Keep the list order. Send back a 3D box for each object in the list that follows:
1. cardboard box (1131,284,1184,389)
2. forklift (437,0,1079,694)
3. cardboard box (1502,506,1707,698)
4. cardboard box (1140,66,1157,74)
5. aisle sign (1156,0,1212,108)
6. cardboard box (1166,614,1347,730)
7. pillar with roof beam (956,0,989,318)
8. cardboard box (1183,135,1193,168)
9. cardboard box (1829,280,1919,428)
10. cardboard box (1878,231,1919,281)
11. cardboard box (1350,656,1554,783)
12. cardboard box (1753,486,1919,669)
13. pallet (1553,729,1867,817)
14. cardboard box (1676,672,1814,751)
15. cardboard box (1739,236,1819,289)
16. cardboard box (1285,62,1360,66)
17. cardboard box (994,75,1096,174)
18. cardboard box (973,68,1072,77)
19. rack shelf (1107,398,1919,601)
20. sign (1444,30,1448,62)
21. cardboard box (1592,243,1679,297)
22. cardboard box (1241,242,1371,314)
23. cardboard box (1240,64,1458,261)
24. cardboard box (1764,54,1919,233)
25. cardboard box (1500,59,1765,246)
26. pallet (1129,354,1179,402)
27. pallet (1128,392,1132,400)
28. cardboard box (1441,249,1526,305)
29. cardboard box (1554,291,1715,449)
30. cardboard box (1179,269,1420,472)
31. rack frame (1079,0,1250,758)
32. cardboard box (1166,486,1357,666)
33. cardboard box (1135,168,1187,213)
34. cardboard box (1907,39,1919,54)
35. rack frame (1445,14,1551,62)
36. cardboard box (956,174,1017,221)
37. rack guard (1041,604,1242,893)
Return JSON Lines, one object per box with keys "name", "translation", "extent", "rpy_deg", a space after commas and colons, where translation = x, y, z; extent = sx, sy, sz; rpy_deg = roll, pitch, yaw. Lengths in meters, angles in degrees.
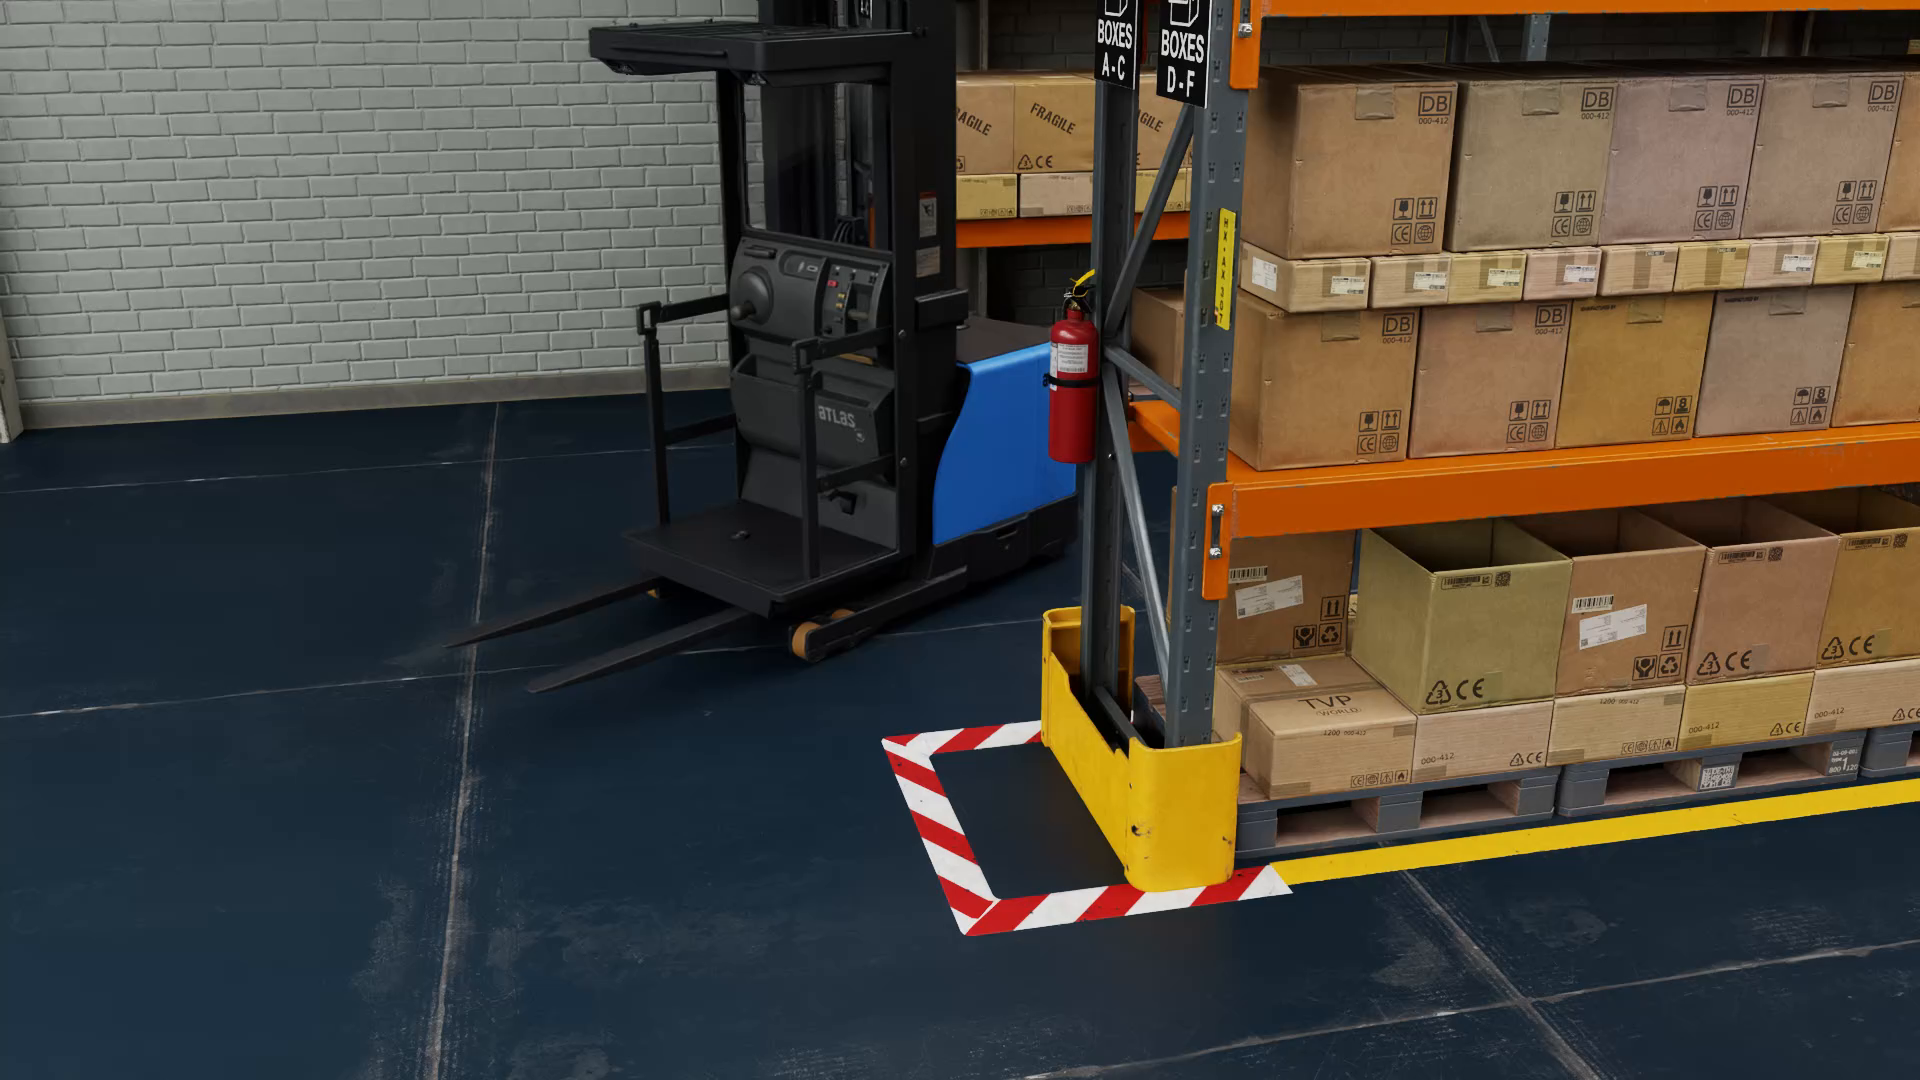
{"name": "cardboard box", "translation": [1.448, -1.300, 10.497], "extent": [0.500, 0.500, 0.700], "rpy_deg": [-6, 21, -16]}
{"name": "forklift", "translation": [-0.793, -1.065, 6.960], "extent": [1.130, 2.935, 3.031], "rpy_deg": [18, 26, 39]}
{"name": "cardboard box", "translation": [2.160, 0.191, 5.728], "extent": [0.500, 0.500, 0.500], "rpy_deg": [-5, 21, -12]}
{"name": "cardboard box", "translation": [1.368, -2.674, 10.353], "extent": [0.500, 0.500, 0.500], "rpy_deg": [-4, 21, -12]}
{"name": "aisle sign", "translation": [0.624, -1.611, 4.573], "extent": [0.004, 0.787, 0.394], "rpy_deg": [-5, 21, -12]}
{"name": "cardboard box", "translation": [1.071, 0.454, 6.100], "extent": [0.500, 0.250, 0.500], "rpy_deg": [-5, 21, -12]}
{"name": "pillar with roof beam", "translation": [0.946, -3.877, 5.816], "extent": [0.400, 9.000, 9.100], "rpy_deg": [-5, 21, -12]}
{"name": "cardboard box", "translation": [1.494, -2.504, 9.888], "extent": [0.500, 0.500, 0.500], "rpy_deg": [-4, 20, -11]}
{"name": "cardboard box", "translation": [3.078, -0.742, 5.835], "extent": [0.500, 0.500, 0.700], "rpy_deg": [-4, 21, -12]}
{"name": "cardboard box", "translation": [3.058, -0.973, 5.522], "extent": [0.250, 0.149, 0.380], "rpy_deg": [-4, 21, -11]}
{"name": "cardboard box", "translation": [1.676, 0.587, 5.739], "extent": [0.500, 0.250, 0.500], "rpy_deg": [-5, 21, -12]}
{"name": "cardboard box", "translation": [3.134, 0.113, 5.941], "extent": [0.500, 0.500, 0.500], "rpy_deg": [-5, 21, -12]}
{"name": "pallet", "translation": [2.536, 0.641, 6.257], "extent": [1.213, 0.211, 1.003], "rpy_deg": [-5, 21, -12]}
{"name": "cardboard box", "translation": [2.650, 0.509, 5.950], "extent": [0.500, 0.250, 0.500], "rpy_deg": [-5, 21, -12]}
{"name": "cardboard box", "translation": [2.544, -0.930, 5.404], "extent": [0.250, 0.149, 0.380], "rpy_deg": [-4, 21, -12]}
{"name": "cardboard box", "translation": [2.356, -2.757, 10.578], "extent": [0.500, 0.500, 0.500], "rpy_deg": [-5, 21, -13]}
{"name": "cardboard box", "translation": [0.490, -2.420, 9.659], "extent": [0.500, 0.500, 0.500], "rpy_deg": [-5, 21, -12]}
{"name": "cardboard box", "translation": [0.375, -2.592, 10.129], "extent": [0.500, 0.500, 0.500], "rpy_deg": [-4, 21, -12]}
{"name": "rack shelf", "translation": [2.563, -0.319, 5.870], "extent": [4.000, 0.370, 1.077], "rpy_deg": [-5, 21, -12]}
{"name": "sign", "translation": [3.235, -3.202, 11.011], "extent": [0.005, 0.325, 0.100], "rpy_deg": [-5, 21, -12]}
{"name": "cardboard box", "translation": [2.053, -0.891, 5.298], "extent": [0.250, 0.149, 0.380], "rpy_deg": [-5, 21, -14]}
{"name": "cardboard box", "translation": [1.048, -0.809, 5.073], "extent": [0.250, 0.149, 0.380], "rpy_deg": [-5, 21, -13]}
{"name": "cardboard box", "translation": [1.126, -1.191, 5.174], "extent": [0.500, 0.500, 0.700], "rpy_deg": [-5, 21, -12]}
{"name": "cardboard box", "translation": [3.100, -1.354, 5.618], "extent": [0.500, 0.500, 0.700], "rpy_deg": [-5, 21, -12]}
{"name": "cardboard box", "translation": [2.127, -1.275, 5.402], "extent": [0.500, 0.500, 0.700], "rpy_deg": [-5, 21, -12]}
{"name": "pallet", "translation": [1.531, -1.001, 10.739], "extent": [1.213, 0.211, 1.003], "rpy_deg": [-5, 21, -12]}
{"name": "pallet", "translation": [0.346, -0.905, 10.479], "extent": [1.213, 0.211, 1.003], "rpy_deg": [-5, 21, -12]}
{"name": "cardboard box", "translation": [1.548, -0.850, 5.185], "extent": [0.250, 0.149, 0.380], "rpy_deg": [-5, 21, -12]}
{"name": "cardboard box", "translation": [2.069, -0.658, 5.606], "extent": [0.500, 0.500, 0.700], "rpy_deg": [-5, 21, -12]}
{"name": "cardboard box", "translation": [1.074, -0.578, 5.386], "extent": [0.500, 0.500, 0.700], "rpy_deg": [-5, 21, -12]}
{"name": "rack frame", "translation": [0.617, -0.498, 5.314], "extent": [0.127, 3.000, 1.000], "rpy_deg": [-5, 21, -12]}
{"name": "cardboard box", "translation": [1.070, 0.101, 5.973], "extent": [0.500, 0.500, 0.500], "rpy_deg": [-5, 21, -12]}
{"name": "cardboard box", "translation": [1.021, -2.112, 9.907], "extent": [0.500, 0.250, 0.500], "rpy_deg": [-5, 21, -13]}
{"name": "cardboard box", "translation": [6.620, -3.280, 11.179], "extent": [0.250, 0.149, 0.380], "rpy_deg": [-8, 22, -22]}
{"name": "rack frame", "translation": [3.366, -2.473, 10.704], "extent": [0.127, 3.000, 1.000], "rpy_deg": [-5, 21, -12]}
{"name": "cardboard box", "translation": [0.021, -2.027, 9.677], "extent": [0.500, 0.250, 0.500], "rpy_deg": [-5, 21, -14]}
{"name": "rack guard", "translation": [0.594, 0.677, 5.739], "extent": [0.348, 0.500, 1.175], "rpy_deg": [-5, 21, -12]}
